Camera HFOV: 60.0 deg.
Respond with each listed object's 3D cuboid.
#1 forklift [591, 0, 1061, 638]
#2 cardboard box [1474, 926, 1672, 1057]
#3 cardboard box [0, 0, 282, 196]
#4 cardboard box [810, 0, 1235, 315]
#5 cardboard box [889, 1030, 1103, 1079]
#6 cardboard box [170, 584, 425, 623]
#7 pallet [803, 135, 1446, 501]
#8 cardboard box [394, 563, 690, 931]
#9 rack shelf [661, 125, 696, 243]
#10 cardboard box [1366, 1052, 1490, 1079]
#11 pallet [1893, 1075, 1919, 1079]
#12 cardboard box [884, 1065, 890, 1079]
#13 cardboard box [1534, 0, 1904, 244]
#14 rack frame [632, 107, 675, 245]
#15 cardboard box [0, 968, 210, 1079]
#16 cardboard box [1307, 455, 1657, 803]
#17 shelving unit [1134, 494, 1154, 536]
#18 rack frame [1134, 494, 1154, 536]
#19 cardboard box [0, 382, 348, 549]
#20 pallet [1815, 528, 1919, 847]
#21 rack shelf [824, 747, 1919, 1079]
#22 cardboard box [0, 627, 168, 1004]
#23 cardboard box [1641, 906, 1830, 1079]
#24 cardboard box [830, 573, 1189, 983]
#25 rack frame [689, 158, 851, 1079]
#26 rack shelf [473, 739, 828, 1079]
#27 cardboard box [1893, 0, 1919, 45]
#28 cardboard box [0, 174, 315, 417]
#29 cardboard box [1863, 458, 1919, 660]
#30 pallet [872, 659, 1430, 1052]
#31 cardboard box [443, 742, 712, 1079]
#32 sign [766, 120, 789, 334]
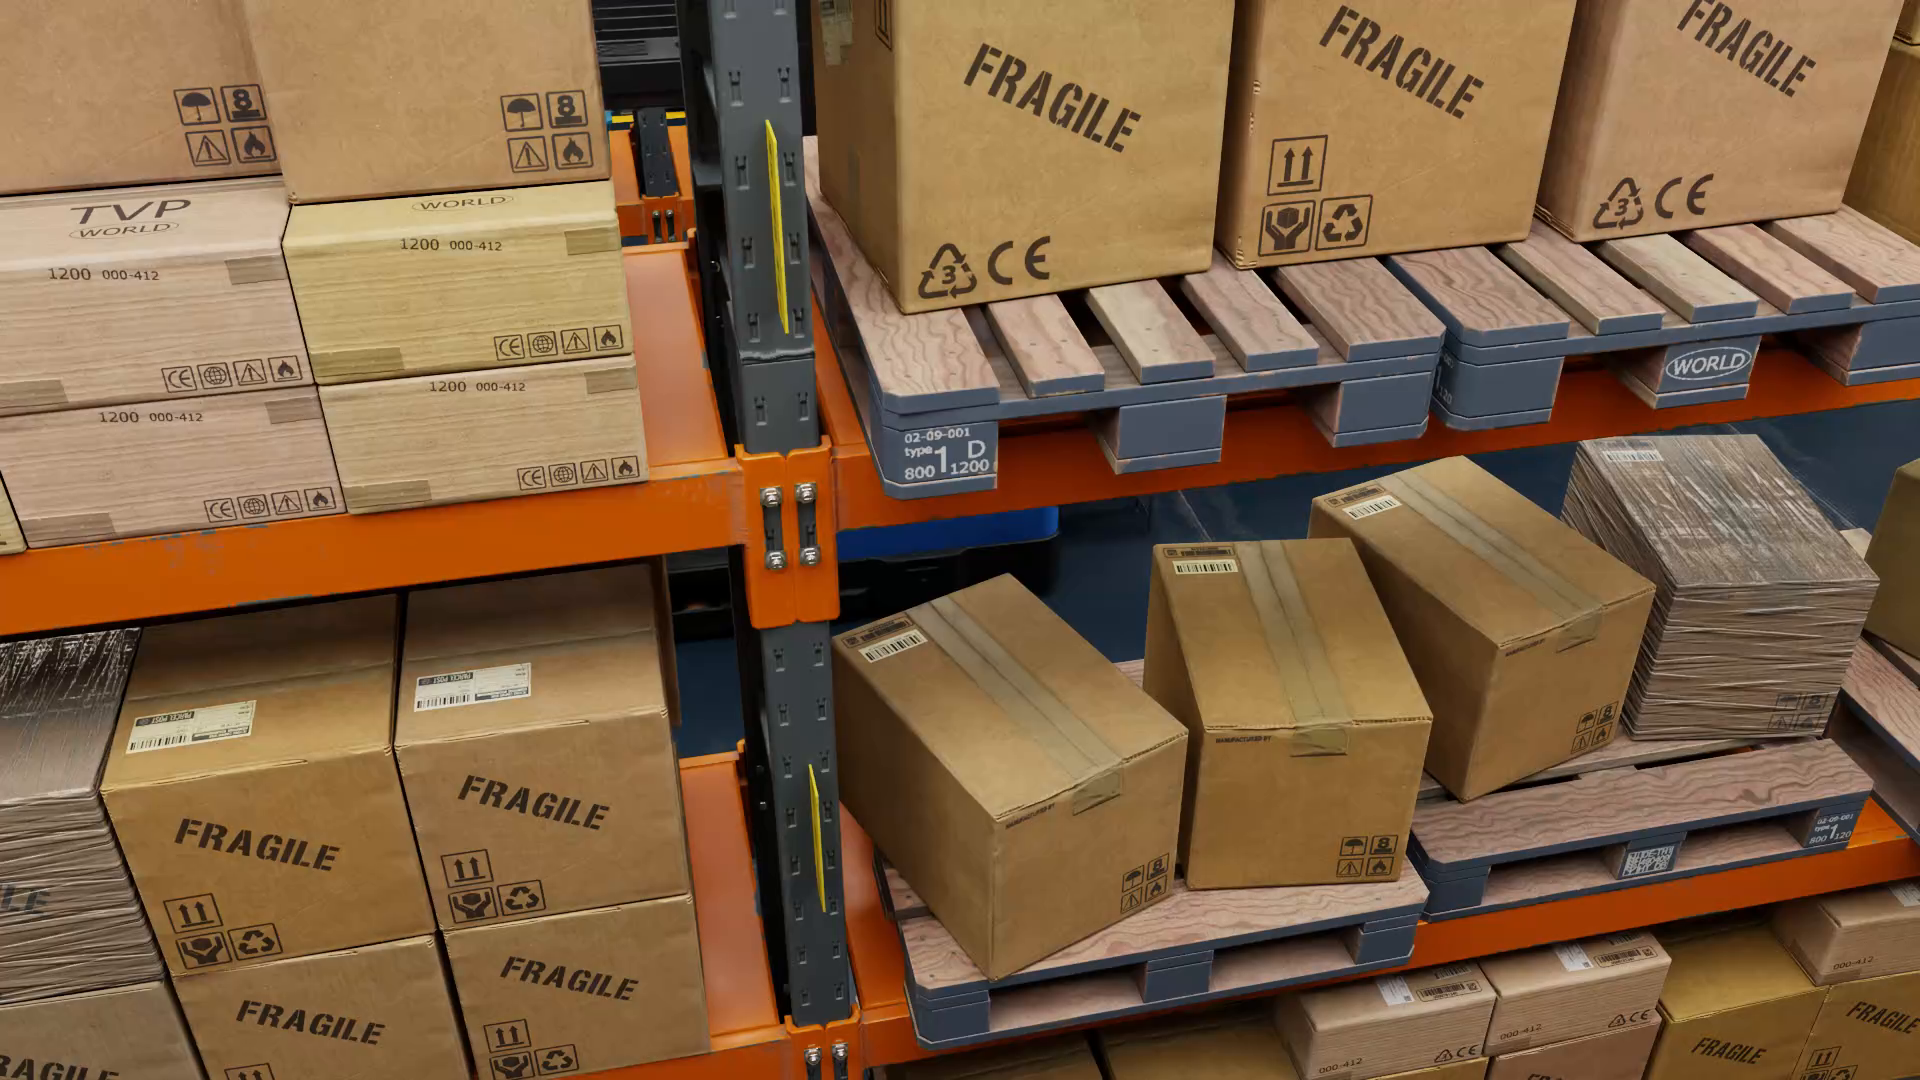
[{"bbox_3d":[-1.127,-1.098,6.755,3.031,2.935,1.130,-6,34,-9],"label":"forklift"},{"bbox_3d":[1.573,1.104,4.588,0.500,0.250,0.500,-8,35,-11],"label":"cardboard box"},{"bbox_3d":[-1.402,-0.965,2.817,0.500,0.500,0.700,-7,35,-11],"label":"cardboard box"},{"bbox_3d":[0.090,-0.853,3.080,0.600,0.600,0.600,-10,35,-15],"label":"cardboard box"},{"bbox_3d":[0.108,1.601,4.521,0.500,0.500,0.500,-9,35,-13],"label":"cardboard box"},{"bbox_3d":[-1.442,0.184,3.796,0.500,0.500,0.500,-8,35,-12],"label":"cardboard box"},{"bbox_3d":[0.234,-0.537,3.335,1.003,0.211,1.213,-7,35,-11],"label":"pallet"},{"bbox_3d":[-0.853,0.418,3.447,0.500,0.500,0.500,-7,34,-10],"label":"cardboard box"},{"bbox_3d":[0.444,-1.967,8.635,4.000,0.370,1.077,-7,35,-11],"label":"rack shelf"},{"bbox_3d":[1.115,1.472,4.714,0.500,0.500,0.500,-7,34,-10],"label":"cardboard box"},{"bbox_3d":[2.747,1.410,5.460,1.213,0.211,1.003,-7,35,-11],"label":"pallet"},{"bbox_3d":[0.001,1.311,4.953,0.500,0.500,0.500,-7,35,-11],"label":"cardboard box"},{"bbox_3d":[1.391,-1.018,3.327,0.600,0.600,0.600,-9,35,-12],"label":"cardboard box"},{"bbox_3d":[-1.506,-2.020,8.069,0.127,3.000,1.000,-7,35,-11],"label":"rack frame"},{"bbox_3d":[-1.851,0.960,3.537,0.500,0.500,0.500,-6,34,-9],"label":"cardboard box"},{"bbox_3d":[1.292,0.206,4.285,0.500,0.500,0.700,-16,37,-22],"label":"cardboard box"},{"bbox_3d":[0.624,-0.558,7.504,0.503,1.200,0.258,-6,34,-9],"label":"shelving unit"},{"bbox_3d":[0.864,-0.583,7.542,0.015,1.200,0.240,-6,34,-9],"label":"rack frame"},{"bbox_3d":[-1.323,-0.251,2.875,0.500,0.250,0.500,-7,35,-11],"label":"cardboard box"},{"bbox_3d":[2.838,0.382,4.661,1.003,0.211,1.213,-7,35,-11],"label":"pallet"},{"bbox_3d":[1.533,0.725,4.623,4.000,0.370,1.077,-7,35,-11],"label":"rack shelf"},{"bbox_3d":[-1.844,0.545,3.259,0.500,0.500,0.500,-7,34,-10],"label":"cardboard box"},{"bbox_3d":[2.119,1.342,4.907,0.500,0.500,0.500,-8,35,-12],"label":"cardboard box"},{"bbox_3d":[0.094,0.520,3.817,0.500,0.500,0.700,-19,38,-26],"label":"cardboard box"},{"bbox_3d":[-0.417,0.672,4.056,0.127,3.000,1.000,-7,35,-11],"label":"rack frame"},{"bbox_3d":[-2.368,1.217,3.890,4.000,0.370,1.077,-7,35,-11],"label":"rack shelf"},{"bbox_3d":[2.062,-1.346,3.385,0.500,0.500,0.500,-7,35,-11],"label":"cardboard box"},{"bbox_3d":[-1.320,-0.452,2.725,0.500,0.250,0.500,-7,35,-11],"label":"cardboard box"},{"bbox_3d":[2.895,0.103,4.437,0.500,0.500,0.700,-19,38,-26],"label":"cardboard box"},{"bbox_3d":[0.386,0.713,4.168,1.213,0.211,1.003,-7,35,-11],"label":"pallet"},{"bbox_3d":[-0.848,0.832,3.729,0.500,0.500,0.500,-7,34,-10],"label":"cardboard box"},{"bbox_3d":[-0.290,-0.494,2.638,0.005,0.325,0.100,-7,35,-11],"label":"sign"}]
